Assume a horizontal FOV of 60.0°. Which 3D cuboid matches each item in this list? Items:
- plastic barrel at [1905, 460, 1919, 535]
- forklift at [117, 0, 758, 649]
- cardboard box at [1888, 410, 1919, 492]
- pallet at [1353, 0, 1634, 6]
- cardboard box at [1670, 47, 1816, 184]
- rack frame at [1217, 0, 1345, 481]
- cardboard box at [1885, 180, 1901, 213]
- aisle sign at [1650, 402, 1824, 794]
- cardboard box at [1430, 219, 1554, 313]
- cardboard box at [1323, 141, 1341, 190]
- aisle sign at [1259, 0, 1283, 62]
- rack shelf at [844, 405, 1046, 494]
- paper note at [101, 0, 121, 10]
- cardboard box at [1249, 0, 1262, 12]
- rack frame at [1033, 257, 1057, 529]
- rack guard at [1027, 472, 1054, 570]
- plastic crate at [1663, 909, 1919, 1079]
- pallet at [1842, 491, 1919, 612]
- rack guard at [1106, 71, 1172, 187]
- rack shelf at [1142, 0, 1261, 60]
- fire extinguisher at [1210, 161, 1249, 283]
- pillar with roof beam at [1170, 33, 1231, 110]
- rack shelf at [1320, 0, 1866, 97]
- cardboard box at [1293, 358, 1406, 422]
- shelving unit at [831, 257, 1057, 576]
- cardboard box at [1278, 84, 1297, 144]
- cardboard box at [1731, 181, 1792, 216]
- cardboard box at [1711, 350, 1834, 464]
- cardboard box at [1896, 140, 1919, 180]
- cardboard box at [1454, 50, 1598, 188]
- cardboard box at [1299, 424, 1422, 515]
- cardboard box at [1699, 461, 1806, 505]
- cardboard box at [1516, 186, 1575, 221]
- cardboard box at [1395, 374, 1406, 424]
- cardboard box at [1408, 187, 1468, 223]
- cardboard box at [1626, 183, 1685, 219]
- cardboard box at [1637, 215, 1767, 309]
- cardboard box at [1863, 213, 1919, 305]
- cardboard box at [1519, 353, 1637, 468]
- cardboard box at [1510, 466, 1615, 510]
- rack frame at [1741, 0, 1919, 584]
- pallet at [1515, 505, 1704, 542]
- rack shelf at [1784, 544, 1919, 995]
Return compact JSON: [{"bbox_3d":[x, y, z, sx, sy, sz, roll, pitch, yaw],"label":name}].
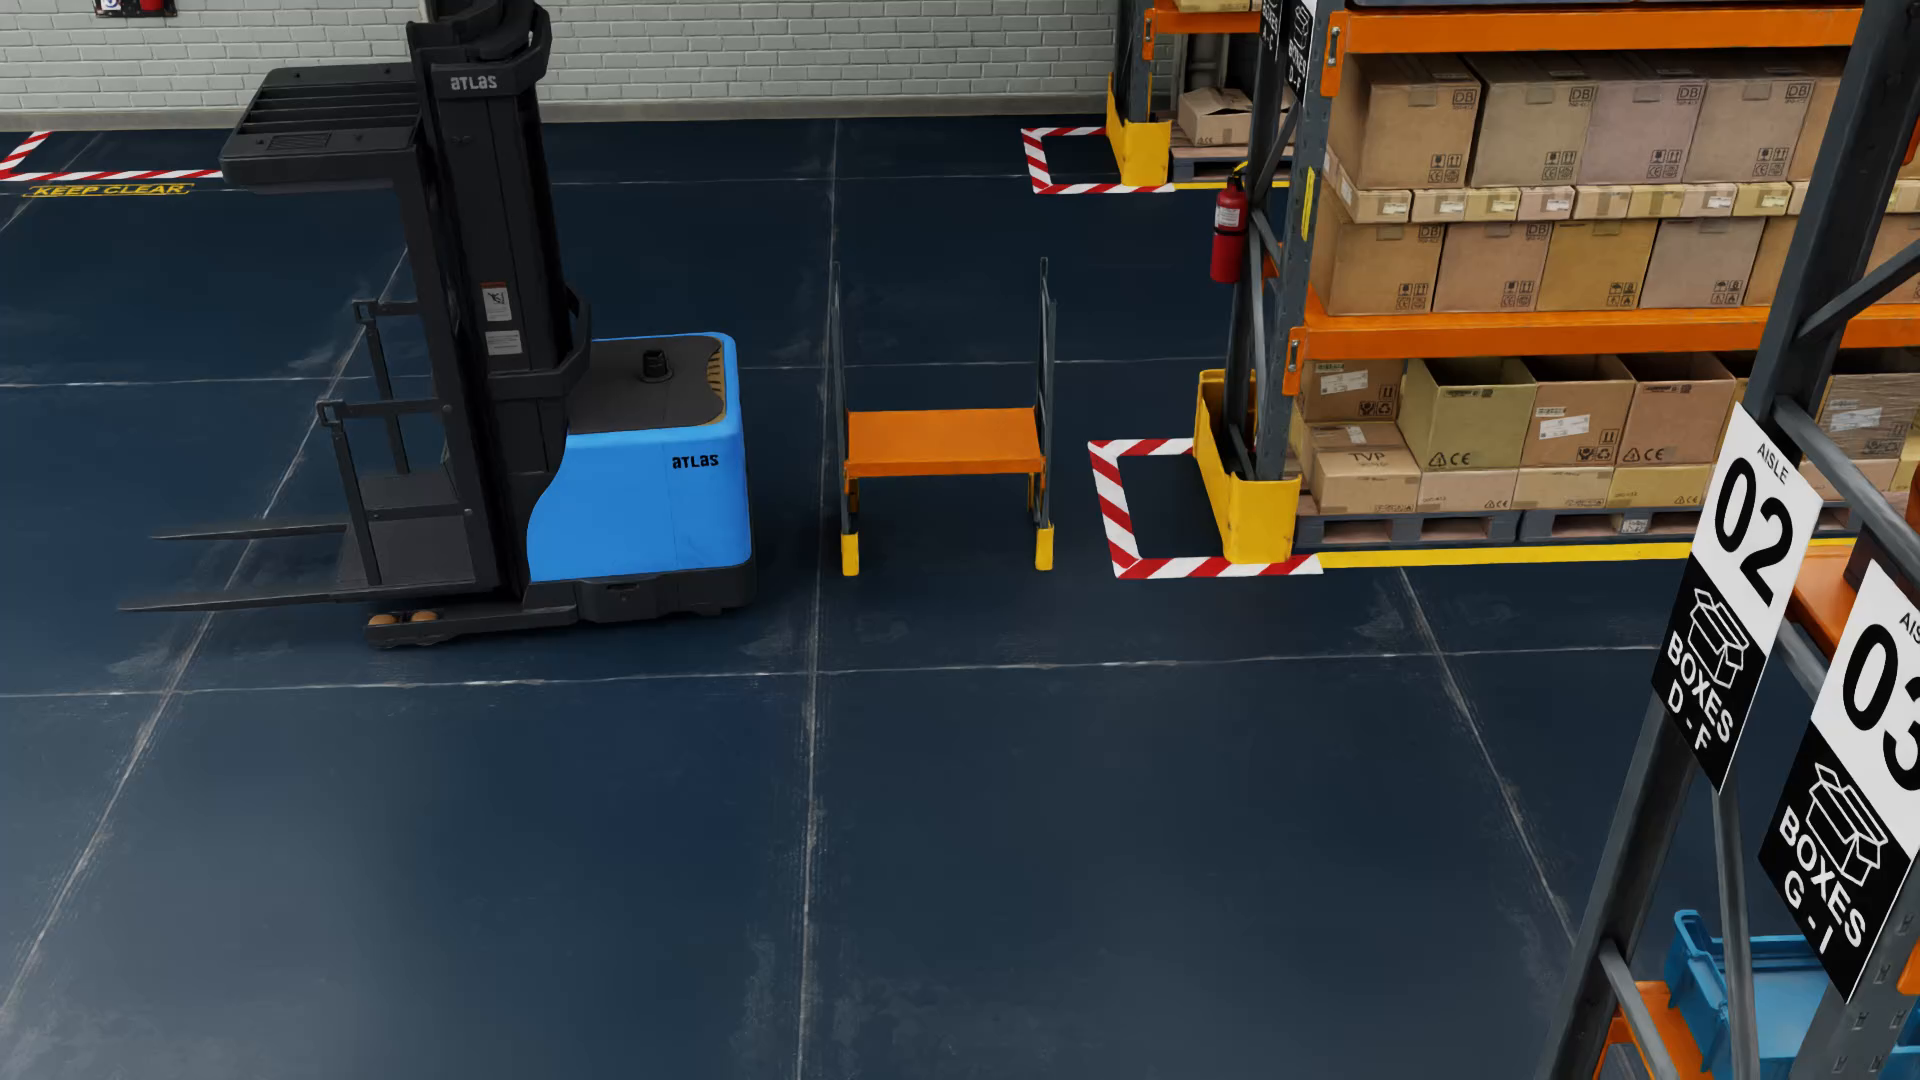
[{"bbox_3d":[2.260,-0.297,3.197,0.708,0.830,0.600,-2,35,-2],"label":"plastic barrel"},{"bbox_3d":[-2.566,-1.001,7.657,3.031,2.935,1.130,-5,35,-7],"label":"forklift"},{"bbox_3d":[5.093,-0.458,8.859,0.500,0.250,0.500,-2,35,-2],"label":"cardboard box"},{"bbox_3d":[2.258,-2.646,7.415,1.213,0.211,1.003,-2,35,-2],"label":"pallet"},{"bbox_3d":[3.599,-2.071,7.914,0.500,0.500,0.700,-2,35,-2],"label":"cardboard box"},{"bbox_3d":[1.550,-1.444,8.237,0.127,3.000,1.000,-2,35,-2],"label":"rack frame"},{"bbox_3d":[4.268,-1.705,7.955,0.250,0.149,0.380,-2,35,-2],"label":"cardboard box"},{"bbox_3d":[1.695,0.135,3.670,0.004,0.787,0.394,-2,35,-2],"label":"aisle sign"},{"bbox_3d":[2.541,-1.508,8.241,0.500,0.500,0.700,-1,35,-1],"label":"cardboard box"},{"bbox_3d":[1.923,-1.871,8.196,0.250,0.149,0.380,-2,35,-3],"label":"cardboard box"},{"bbox_3d":[1.471,-2.679,7.736,0.004,0.787,0.394,-2,35,-2],"label":"aisle sign"},{"bbox_3d":[-0.085,-0.467,8.458,1.000,0.185,0.538,-2,35,-2],"label":"rack shelf"},{"bbox_3d":[-6.673,-4.236,13.046,0.142,0.148,0.016,-2,35,-2],"label":"paper note"},{"bbox_3d":[2.332,-4.061,12.133,0.500,0.250,0.500,-3,35,-4],"label":"cardboard box"},{"bbox_3d":[0.423,-0.628,8.376,0.032,1.500,0.500,-2,35,-2],"label":"rack frame"},{"bbox_3d":[0.421,-0.114,8.732,0.087,0.250,0.587,-2,35,-2],"label":"rack guard"},{"bbox_3d":[2.267,1.249,4.476,0.616,0.251,0.499,-2,35,-2],"label":"plastic crate"},{"bbox_3d":[2.612,0.249,3.321,1.213,0.211,1.003,-2,35,-2],"label":"pallet"},{"bbox_3d":[1.388,-3.234,13.020,0.348,0.500,1.175,-2,35,-2],"label":"rack guard"},{"bbox_3d":[3.310,-4.018,12.589,4.000,0.370,1.077,-2,35,-2],"label":"rack shelf"},{"bbox_3d":[1.410,-1.673,8.636,0.183,0.674,0.296,-2,35,-2],"label":"fire extinguisher"},{"bbox_3d":[2.174,-4.790,7.801,0.400,9.000,9.100,-2,35,-2],"label":"pillar with roof beam"},{"bbox_3d":[3.548,-2.436,7.666,4.000,0.370,1.077,-2,35,-2],"label":"rack shelf"},{"bbox_3d":[2.072,-0.978,8.952,0.500,0.500,0.500,-2,35,-2],"label":"cardboard box"},{"bbox_3d":[-0.076,-0.615,8.356,1.083,1.500,0.587,-2,35,-2],"label":"shelving unit"},{"bbox_3d":[2.577,-3.318,12.921,0.500,0.311,0.500,1,35,2],"label":"cardboard box"},{"bbox_3d":[3.751,-1.689,7.933,0.250,0.149,0.380,0,35,-1],"label":"cardboard box"},{"bbox_3d":[4.094,-0.743,8.613,0.500,0.500,0.500,-2,35,-2],"label":"cardboard box"},{"bbox_3d":[4.598,-2.097,7.952,0.500,0.500,0.700,-2,35,-2],"label":"cardboard box"},{"bbox_3d":[2.595,-2.043,7.875,0.500,0.500,0.700,-2,35,-3],"label":"cardboard box"},{"bbox_3d":[2.096,-0.374,8.739,0.500,0.250,0.500,-2,35,-2],"label":"cardboard box"},{"bbox_3d":[4.094,-0.428,8.816,0.500,0.250,0.500,-2,35,-2],"label":"cardboard box"},{"bbox_3d":[2.717,-1.661,7.892,0.250,0.149,0.380,-2,35,-3],"label":"cardboard box"},{"bbox_3d":[2.571,-0.689,9.193,0.500,0.250,0.500,-2,35,-2],"label":"cardboard box"},{"bbox_3d":[2.216,-1.649,7.875,0.250,0.149,0.380,-2,35,-3],"label":"cardboard box"},{"bbox_3d":[3.239,-1.676,7.915,0.250,0.149,0.380,-2,35,-3],"label":"cardboard box"},{"bbox_3d":[3.563,-1.534,8.279,0.500,0.500,0.700,-1,35,-1],"label":"cardboard box"},{"bbox_3d":[4.576,-1.560,8.316,0.500,0.500,0.700,-2,35,-3],"label":"cardboard box"},{"bbox_3d":[3.095,-0.718,8.576,0.500,0.500,0.500,-2,35,-2],"label":"cardboard box"},{"bbox_3d":[3.095,-0.403,8.780,0.500,0.250,0.500,-2,35,-2],"label":"cardboard box"},{"bbox_3d":[1.781,-1.096,2.462,0.127,3.000,1.000,-2,35,-2],"label":"rack frame"},{"bbox_3d":[3.528,-0.373,9.140,1.213,0.211,1.003,-2,35,-2],"label":"pallet"},{"bbox_3d":[3.779,0.380,3.598,4.000,0.370,1.077,-2,35,-2],"label":"rack shelf"}]
